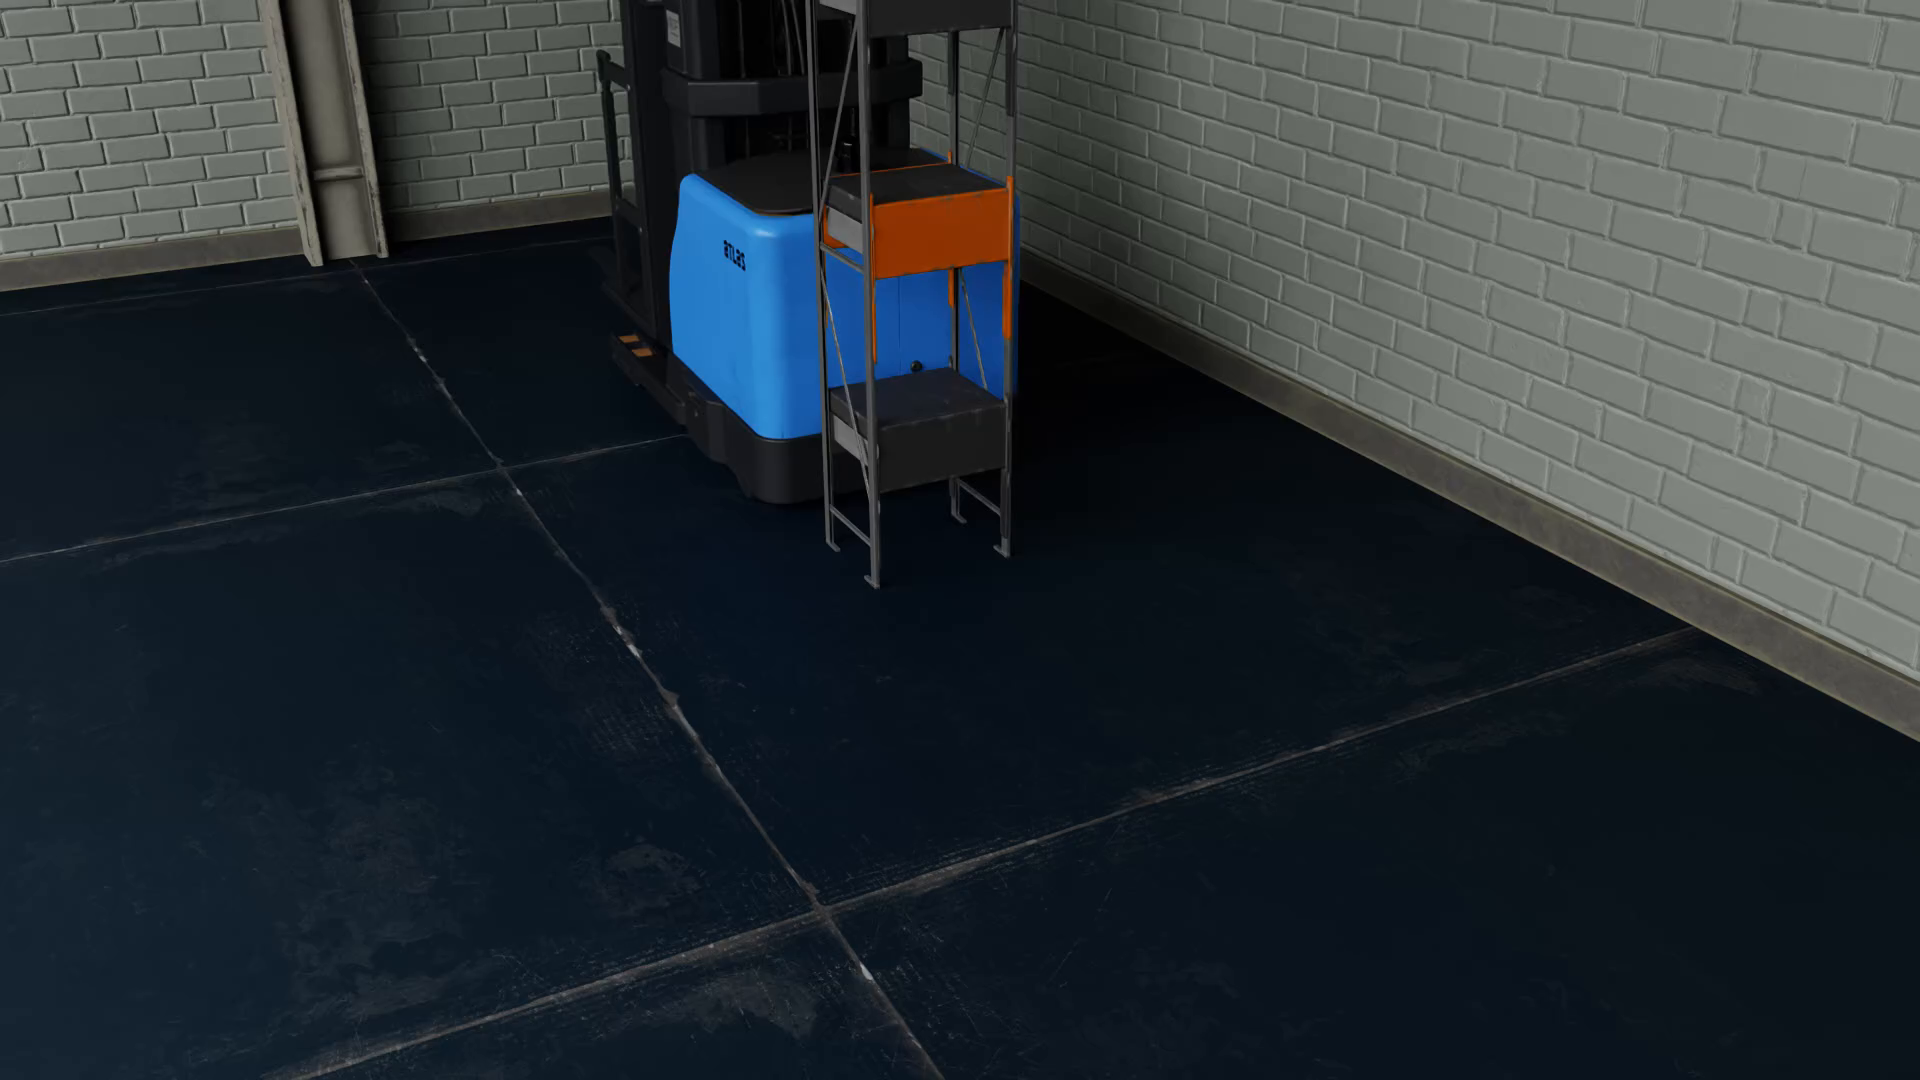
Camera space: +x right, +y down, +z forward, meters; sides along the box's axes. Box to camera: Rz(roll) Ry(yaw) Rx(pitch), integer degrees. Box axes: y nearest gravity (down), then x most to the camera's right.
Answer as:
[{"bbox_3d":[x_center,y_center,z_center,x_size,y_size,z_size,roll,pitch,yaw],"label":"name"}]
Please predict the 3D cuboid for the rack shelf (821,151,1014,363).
[{"bbox_3d":[-0.146,-0.901,5.231,0.480,0.518,0.431,-13,29,-25],"label":"rack shelf"}]

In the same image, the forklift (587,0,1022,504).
[{"bbox_3d":[-0.877,-2.054,6.643,1.130,2.935,3.031,-12,28,-24],"label":"forklift"}]

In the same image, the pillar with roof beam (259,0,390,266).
[{"bbox_3d":[-1.276,-3.949,3.579,0.400,9.000,9.100,-13,29,-25],"label":"pillar with roof beam"}]

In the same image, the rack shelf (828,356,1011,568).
[{"bbox_3d":[-0.146,-0.270,5.534,0.480,0.518,0.431,-13,29,-25],"label":"rack shelf"}]

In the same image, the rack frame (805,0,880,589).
[{"bbox_3d":[-0.361,-0.863,5.122,0.015,2.100,0.400,-13,29,-25],"label":"rack frame"}]

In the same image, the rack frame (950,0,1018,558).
[{"bbox_3d":[0.069,-0.963,5.329,0.015,2.100,0.400,-13,29,-25],"label":"rack frame"}]

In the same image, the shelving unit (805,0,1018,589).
[{"bbox_3d":[-0.146,-0.913,5.225,0.503,2.100,0.431,-13,29,-25],"label":"shelving unit"}]

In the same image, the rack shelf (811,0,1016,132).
[{"bbox_3d":[-0.146,-1.532,4.928,0.480,0.518,0.431,-13,29,-25],"label":"rack shelf"}]
